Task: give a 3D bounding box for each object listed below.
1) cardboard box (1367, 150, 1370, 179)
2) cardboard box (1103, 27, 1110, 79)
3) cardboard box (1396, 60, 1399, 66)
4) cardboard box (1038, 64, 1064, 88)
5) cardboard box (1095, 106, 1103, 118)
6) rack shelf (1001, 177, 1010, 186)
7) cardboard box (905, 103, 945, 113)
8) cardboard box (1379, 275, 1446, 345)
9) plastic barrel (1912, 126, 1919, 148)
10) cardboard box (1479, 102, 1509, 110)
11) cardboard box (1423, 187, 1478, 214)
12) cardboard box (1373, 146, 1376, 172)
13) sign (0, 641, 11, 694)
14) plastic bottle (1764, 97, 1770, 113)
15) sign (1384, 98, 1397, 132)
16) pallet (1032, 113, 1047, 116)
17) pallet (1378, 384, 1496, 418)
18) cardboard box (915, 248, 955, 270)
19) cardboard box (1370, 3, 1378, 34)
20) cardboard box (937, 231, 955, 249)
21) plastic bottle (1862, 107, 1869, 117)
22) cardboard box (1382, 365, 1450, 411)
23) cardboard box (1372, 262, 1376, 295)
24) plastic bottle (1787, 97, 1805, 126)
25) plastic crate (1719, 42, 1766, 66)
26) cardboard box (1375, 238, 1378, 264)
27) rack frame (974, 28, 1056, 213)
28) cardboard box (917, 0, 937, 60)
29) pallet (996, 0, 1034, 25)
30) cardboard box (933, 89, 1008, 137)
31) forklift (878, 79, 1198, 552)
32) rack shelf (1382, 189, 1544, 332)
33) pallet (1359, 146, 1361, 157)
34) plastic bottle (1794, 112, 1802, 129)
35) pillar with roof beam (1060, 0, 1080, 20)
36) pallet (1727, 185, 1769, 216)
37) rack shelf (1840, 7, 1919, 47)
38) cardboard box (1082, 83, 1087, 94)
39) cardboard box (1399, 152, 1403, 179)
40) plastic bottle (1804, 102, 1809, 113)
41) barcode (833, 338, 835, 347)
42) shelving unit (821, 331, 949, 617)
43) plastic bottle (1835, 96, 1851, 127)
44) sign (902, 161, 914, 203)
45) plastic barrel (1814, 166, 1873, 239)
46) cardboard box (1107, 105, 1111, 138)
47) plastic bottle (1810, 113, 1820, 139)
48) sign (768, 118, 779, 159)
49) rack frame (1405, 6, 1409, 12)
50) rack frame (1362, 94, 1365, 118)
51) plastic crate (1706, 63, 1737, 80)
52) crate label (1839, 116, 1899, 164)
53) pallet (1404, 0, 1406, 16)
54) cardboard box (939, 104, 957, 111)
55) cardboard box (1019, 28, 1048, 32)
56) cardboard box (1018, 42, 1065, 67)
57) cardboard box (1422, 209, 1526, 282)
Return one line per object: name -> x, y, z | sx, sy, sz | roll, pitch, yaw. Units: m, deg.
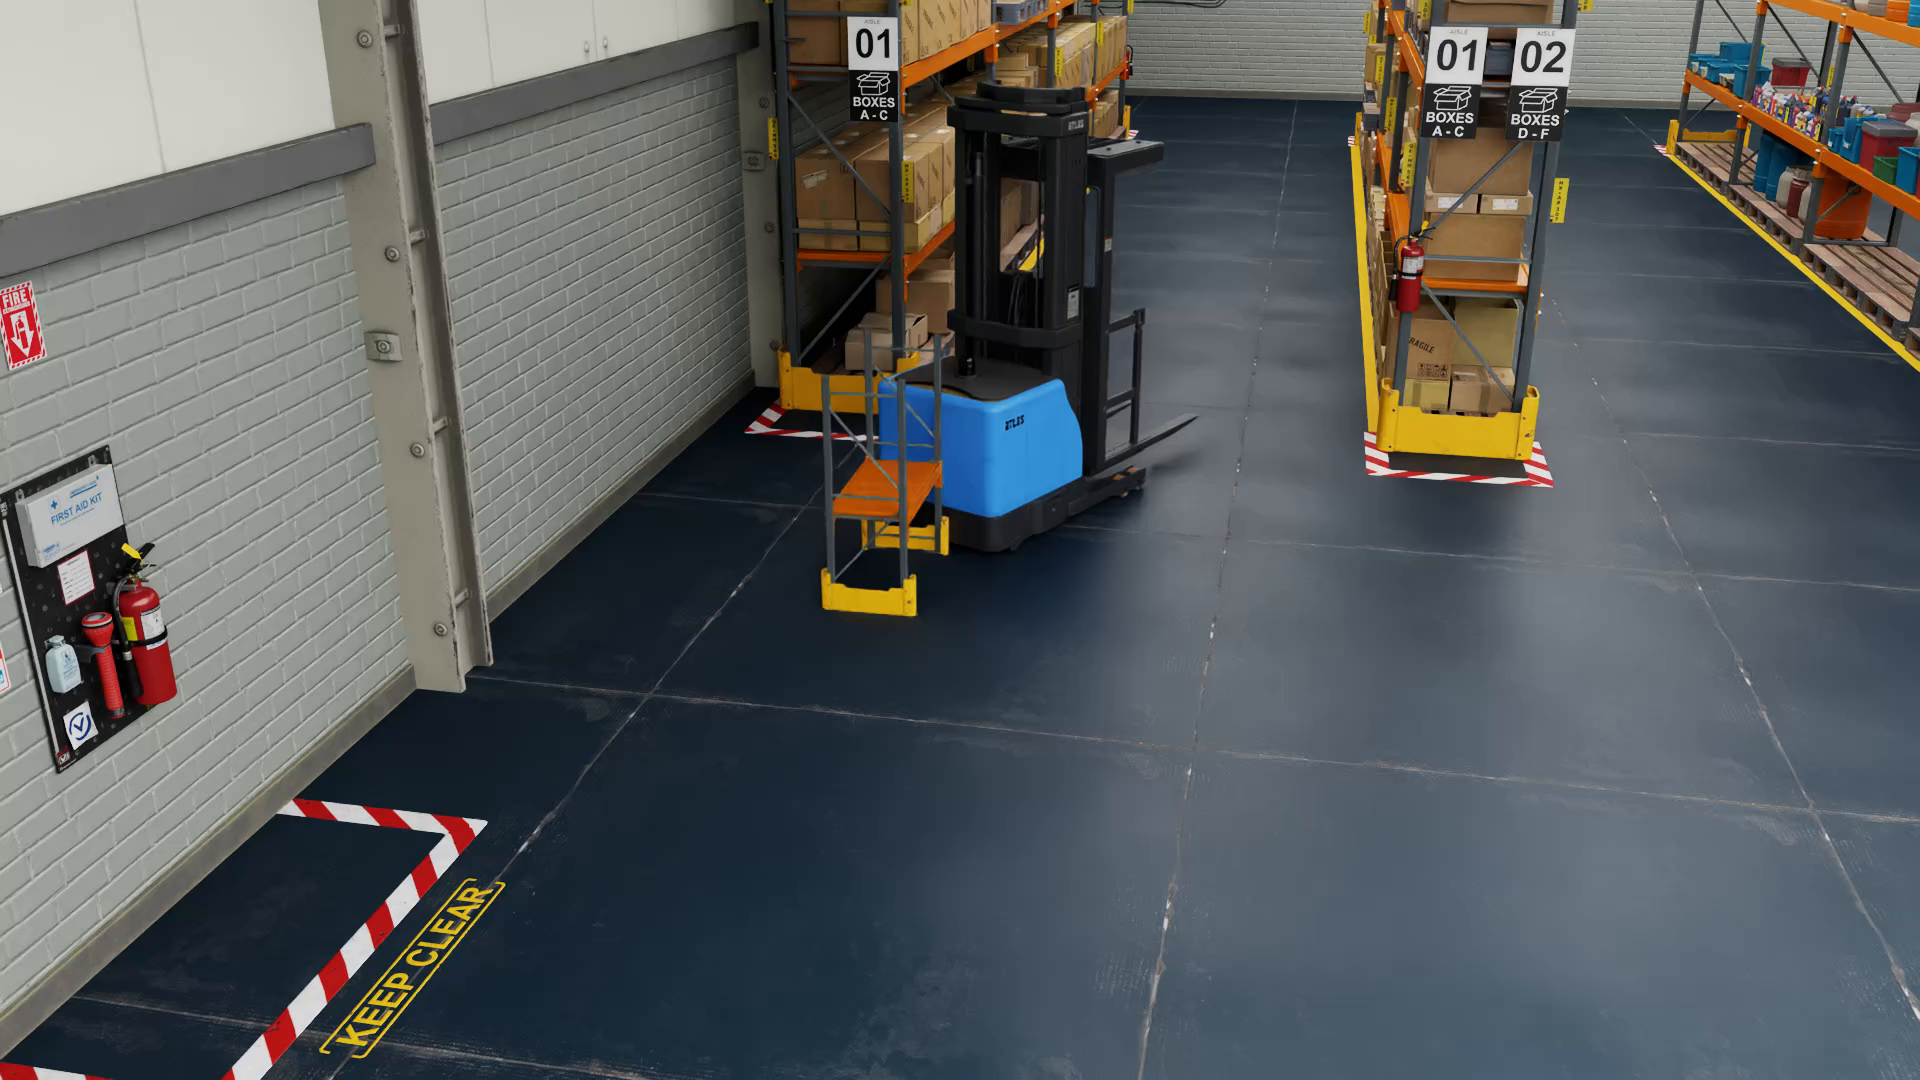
cardboard box -> 5.911, -5.201, 23.009 | 0.500, 0.500, 0.500 | 5, 22, 12
cardboard box -> 1.777, -7.490, 25.534 | 0.980, 0.700, 0.700 | 4, 22, 10
cardboard box -> 5.921, -5.848, 21.162 | 0.700, 0.500, 0.500 | 9, 24, 21
cardboard box -> 1.029, -5.776, 21.121 | 0.500, 0.500, 0.500 | 5, 22, 13
cardboard box -> 1.997, -6.600, 25.642 | 0.380, 0.149, 0.250 | 5, 23, 13
rack shelf -> 0.271, -4.359, 19.124 | 1.077, 0.370, 4.000 | 4, 22, 11
cardboard box -> -0.437, -4.093, 16.671 | 0.500, 0.500, 0.500 | 4, 22, 10
cardboard box -> 3.905, -1.975, 14.356 | 0.500, 0.500, 0.500 | 4, 22, 11
plastic barrel -> 10.291, -4.174, 17.553 | 0.421, 0.512, 0.421 | 0, 22, 0
cardboard box -> 4.220, -3.336, 13.752 | 0.700, 0.500, 0.500 | 5, 22, 11
cardboard box -> 3.789, -2.623, 12.850 | 0.380, 0.149, 0.250 | 4, 22, 10
cardboard box -> 5.498, -4.821, 21.062 | 0.500, 0.250, 0.500 | 5, 23, 13
sign -> -3.637, 0.453, 6.166 | 0.001, 0.329, 0.234 | 4, 22, 11
plastic bottle -> 10.582, -5.689, 21.731 | 0.097, 0.201, 0.097 | 0, 22, 0
sign -> 4.180, -4.123, 16.132 | 0.100, 0.325, 0.005 | 4, 22, 11
pallet -> 0.638, -5.066, 20.175 | 1.213, 0.211, 1.003 | 4, 22, 11
pallet -> 4.012, -1.111, 13.830 | 1.003, 0.211, 1.213 | 4, 22, 11
cardboard box -> -0.309, -2.623, 16.608 | 0.500, 0.500, 0.500 | 3, 22, 7
cardboard box -> 6.714, -8.150, 26.102 | 0.500, 0.500, 0.500 | 5, 22, 11
cardboard box -> -0.003, -3.276, 18.230 | 0.700, 0.500, 0.500 | 5, 23, 13
plastic bottle -> 11.022, -5.121, 20.226 | 0.097, 0.271, 0.097 | 0, 22, 0
cardboard box -> 3.717, -1.260, 13.585 | 0.500, 0.250, 0.500 | 4, 22, 11
cardboard box -> 4.514, -2.678, 17.106 | 0.500, 0.250, 0.500 | 4, 22, 10
plastic bottle -> 10.349, -5.299, 20.563 | 0.144, 0.351, 0.185 | 4, 22, 11
plastic crate -> 12.125, -7.502, 25.838 | 0.616, 0.435, 0.499 | 4, 22, 11
cardboard box -> 4.515, -2.934, 16.992 | 0.500, 0.311, 0.500 | 4, 22, 11
rack frame -> 0.679, -5.424, 20.806 | 1.000, 3.000, 0.127 | 4, 22, 11
cardboard box -> -0.496, -4.242, 13.696 | 0.500, 0.500, 0.500 | 6, 23, 14
pallet -> 0.093, -5.483, 17.189 | 1.213, 0.211, 1.003 | 4, 22, 11
cardboard box -> 0.121, -4.599, 18.035 | 0.700, 0.500, 0.500 | 7, 23, 16
forklift -> 0.717, -1.767, 11.818 | 1.130, 2.935, 3.031 | 16, 27, 34
rack shelf -> 4.305, -2.520, 14.558 | 1.077, 0.370, 4.000 | 4, 22, 11
pallet -> 6.985, -6.360, 26.864 | 1.003, 0.211, 1.213 | 4, 22, 11
plastic bottle -> 10.270, -5.131, 20.346 | 0.097, 0.201, 0.097 | 0, 22, 0
pillar with roof beam -> 6.230, -11.858, 28.751 | 9.100, 9.000, 0.400 | 4, 22, 11
pallet -> 10.996, -4.559, 22.391 | 1.003, 0.211, 1.213 | 4, 22, 11
rack shelf -> 9.970, -4.995, 16.689 | 1.077, 0.370, 4.000 | 4, 22, 11
cardboard box -> 1.582, -6.348, 23.410 | 0.380, 0.149, 0.250 | 4, 22, 11
cardboard box -> 4.713, -3.858, 17.098 | 0.396, 0.266, 0.258 | 4, 22, 10
plastic bottle -> 10.455, -5.270, 20.579 | 0.061, 0.283, 0.133 | 4, 22, 11
barcode -> -1.112, -1.743, 14.663 | 0.001, 0.075, 0.075 | 4, 22, 11
shelving unit -> -0.464, -0.441, 10.440 | 0.587, 1.500, 1.083 | 4, 22, 10
plastic bottle -> 10.926, -5.307, 20.582 | 0.144, 0.351, 0.185 | 4, 22, 11
sign -> -0.422, -2.858, 13.277 | 0.100, 0.325, 0.005 | 4, 22, 11
plastic barrel -> 10.461, -4.037, 19.705 | 0.600, 0.830, 0.708 | 4, 22, 11
cardboard box -> 2.063, -6.754, 26.893 | 0.700, 0.500, 0.500 | 4, 22, 9
plastic bottle -> 10.090, -4.879, 19.610 | 0.061, 0.283, 0.133 | 4, 22, 11
sign -> -1.492, -3.232, 13.389 | 0.100, 0.325, 0.005 | 4, 22, 11
rack frame -> 4.713, -6.368, 15.119 | 1.000, 3.000, 0.127 | 4, 22, 11
rack frame -> 7.162, -7.973, 27.136 | 1.000, 3.000, 0.127 | 4, 22, 11
plastic crate -> 11.369, -6.998, 24.858 | 0.416, 0.233, 0.300 | 4, 22, 11
crate label -> 9.910, -4.342, 18.073 | 0.502, 0.435, 0.616 | 4, 22, 11
pallet -> 5.253, -5.687, 17.697 | 1.003, 0.211, 1.213 | 6, 23, 13
cardboard box -> 0.069, -4.052, 16.570 | 0.500, 0.500, 0.500 | 4, 22, 11
cardboard box -> 0.949, -6.904, 22.919 | 0.500, 0.250, 0.500 | 4, 22, 9
cardboard box -> 1.030, -6.122, 20.978 | 0.500, 0.250, 0.500 | 5, 22, 12
cardboard box -> 4.005, -2.338, 13.010 | 0.700, 0.500, 0.500 | 4, 22, 11
